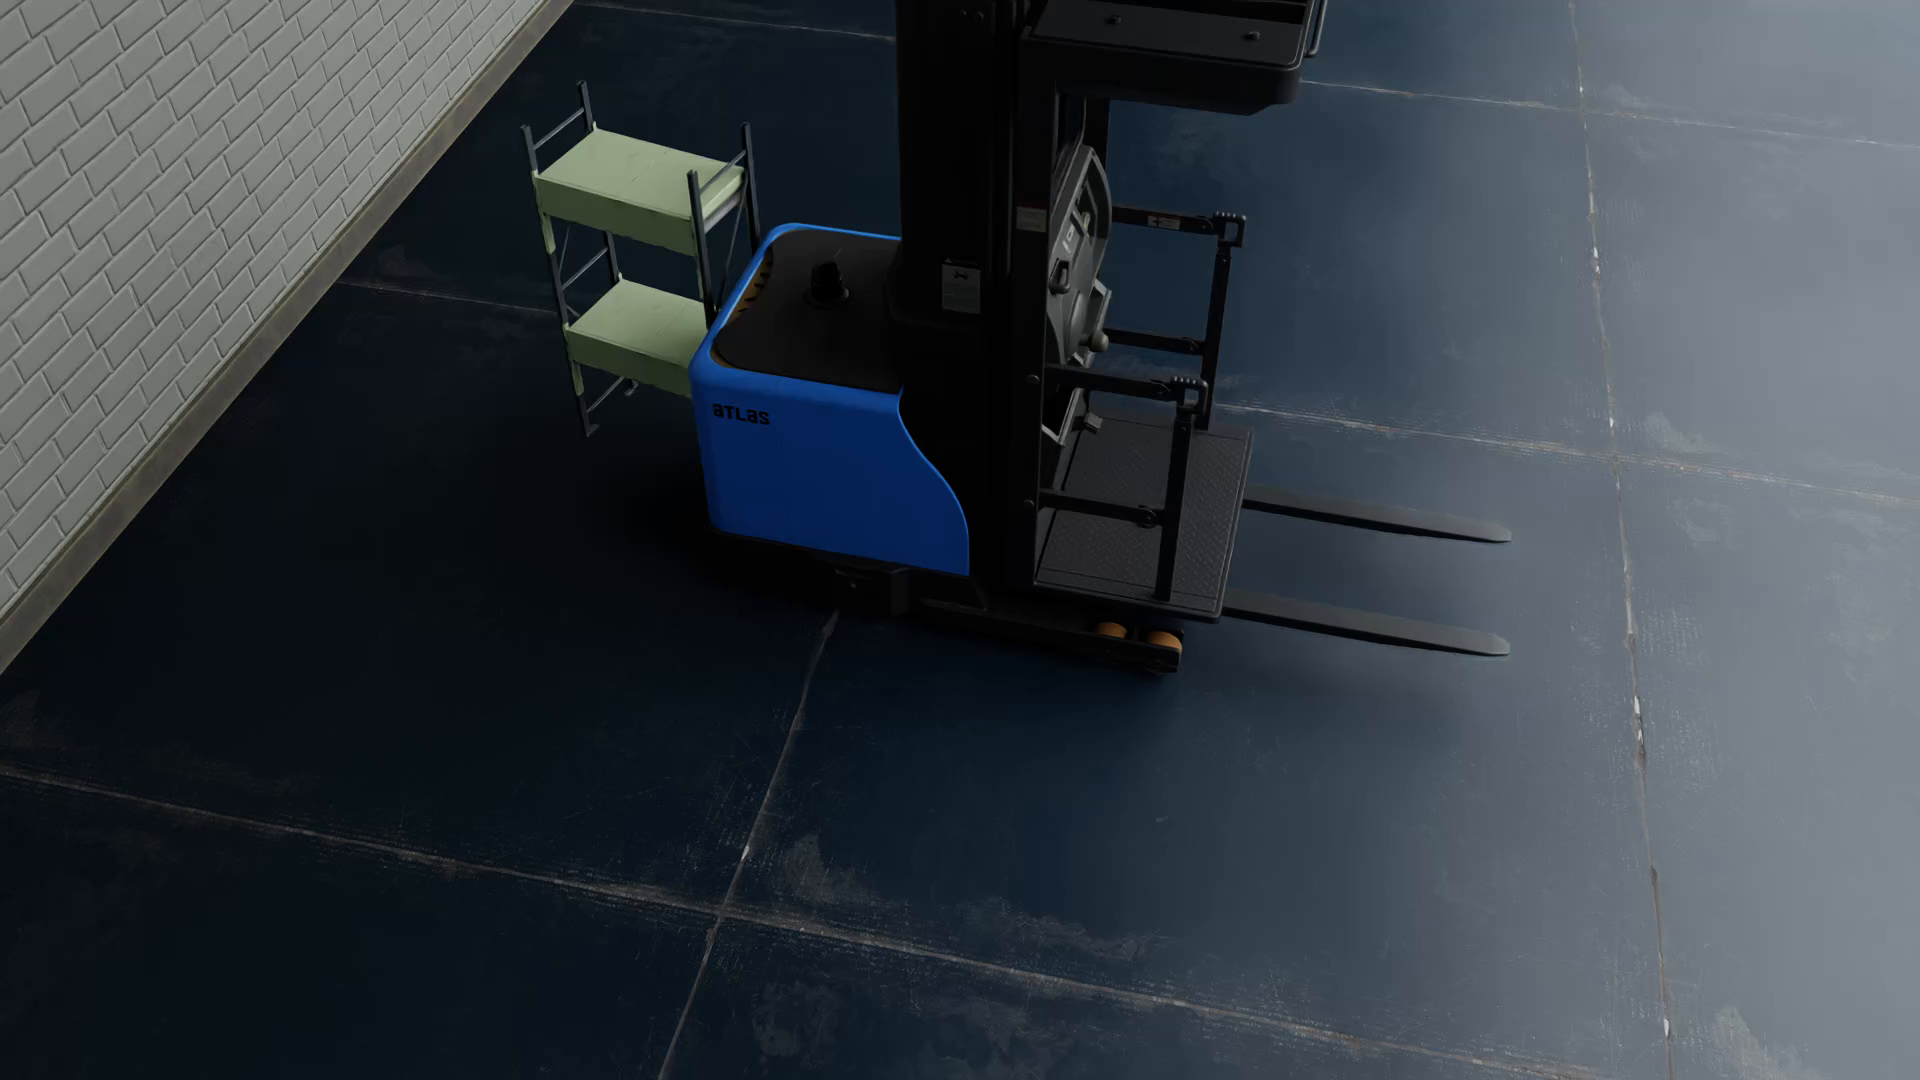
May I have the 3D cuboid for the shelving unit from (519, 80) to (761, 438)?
[{"bbox_3d":[-1.212,-1.001,6.709,0.755,1.500,0.431,18,47,18],"label":"shelving unit"}]

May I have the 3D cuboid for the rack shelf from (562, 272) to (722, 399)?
[{"bbox_3d":[-1.212,-0.767,6.935,0.720,0.370,0.431,18,47,18],"label":"rack shelf"}]

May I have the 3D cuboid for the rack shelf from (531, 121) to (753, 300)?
[{"bbox_3d":[-1.212,-1.283,6.438,0.720,0.370,0.431,18,47,18],"label":"rack shelf"}]

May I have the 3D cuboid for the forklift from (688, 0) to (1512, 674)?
[{"bbox_3d":[0.596,-0.964,5.638,3.031,2.935,1.130,10,45,10],"label":"forklift"}]

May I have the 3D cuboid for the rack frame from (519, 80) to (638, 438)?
[{"bbox_3d":[-1.542,-1.111,6.823,0.023,1.500,0.400,18,47,18],"label":"rack frame"}]

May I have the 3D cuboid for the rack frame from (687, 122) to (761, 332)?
[{"bbox_3d":[-0.882,-0.892,6.595,0.023,1.500,0.400,18,47,18],"label":"rack frame"}]
